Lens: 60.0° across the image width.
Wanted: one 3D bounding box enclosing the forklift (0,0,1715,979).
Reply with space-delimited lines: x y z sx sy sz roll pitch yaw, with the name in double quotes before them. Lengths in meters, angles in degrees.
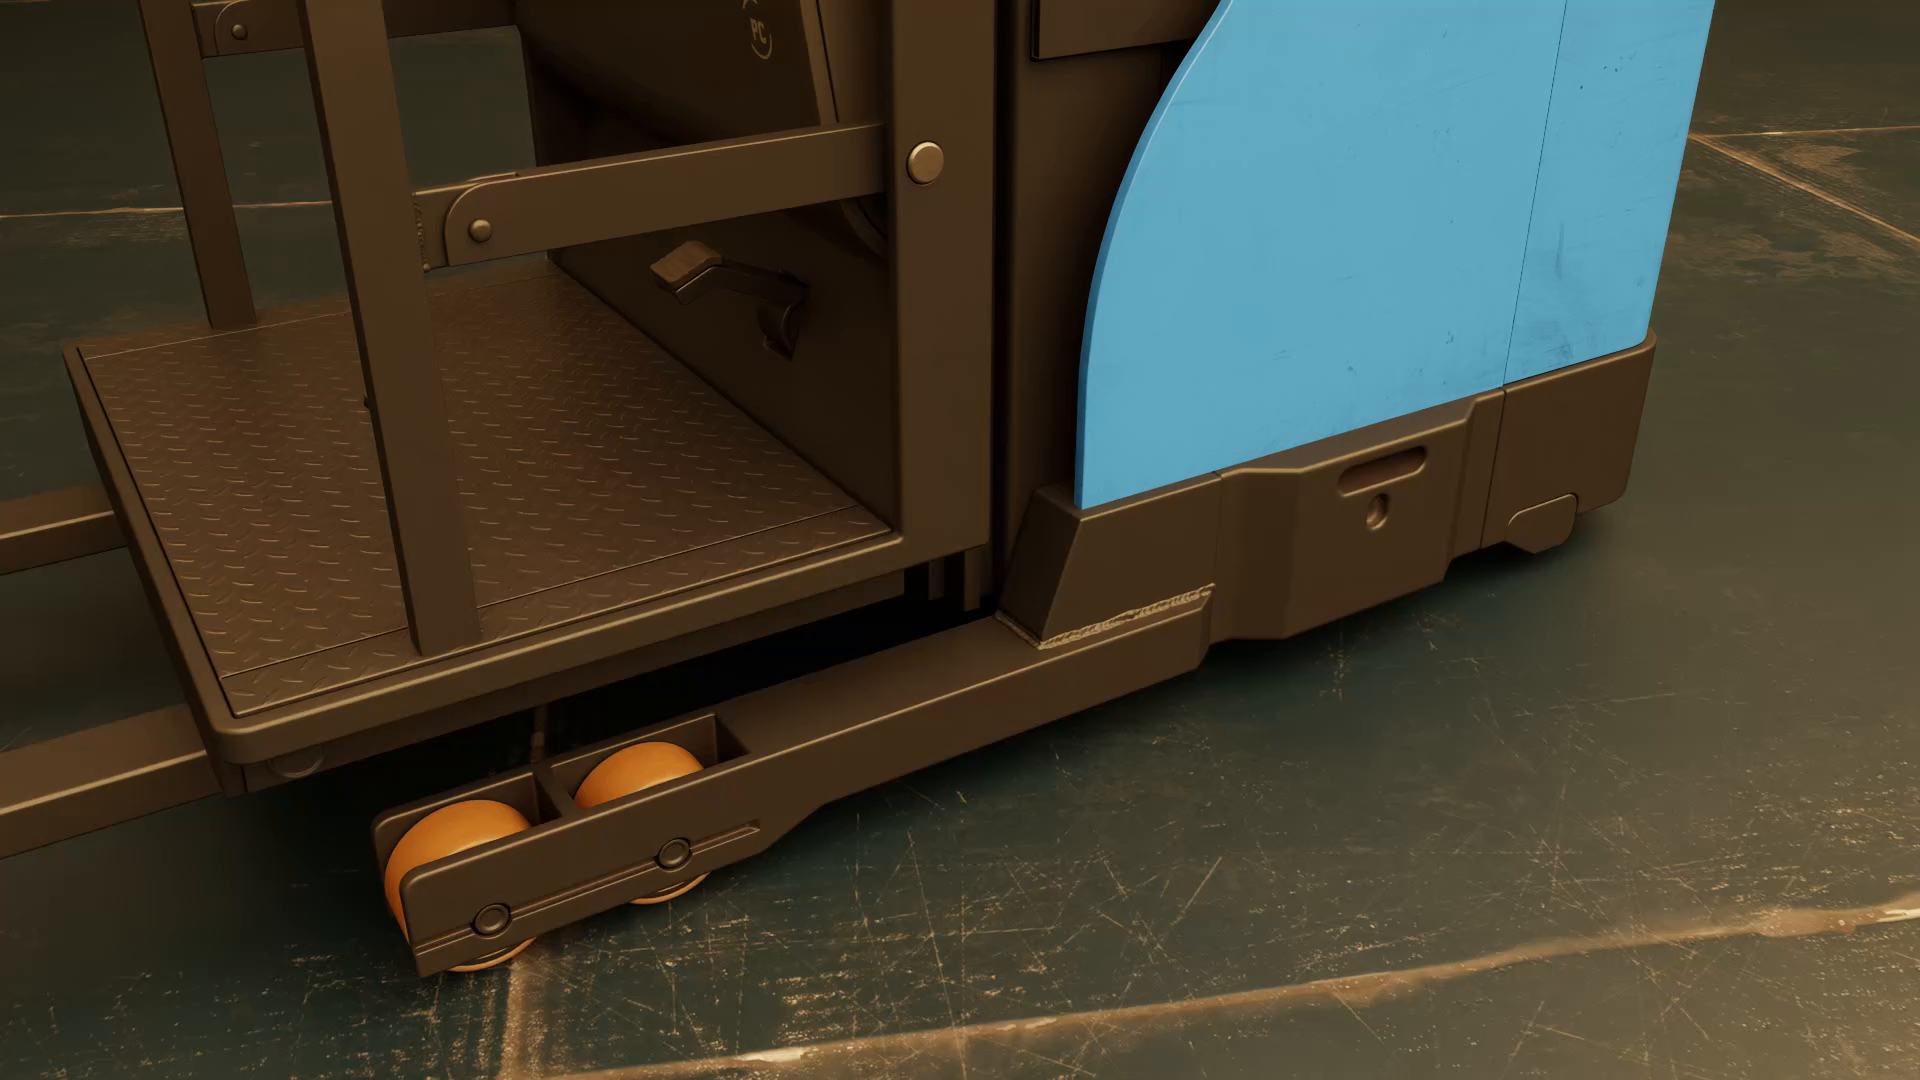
"forklift" -0.516 -1.144 1.529 3.031 2.935 1.130 -16 32 -28
